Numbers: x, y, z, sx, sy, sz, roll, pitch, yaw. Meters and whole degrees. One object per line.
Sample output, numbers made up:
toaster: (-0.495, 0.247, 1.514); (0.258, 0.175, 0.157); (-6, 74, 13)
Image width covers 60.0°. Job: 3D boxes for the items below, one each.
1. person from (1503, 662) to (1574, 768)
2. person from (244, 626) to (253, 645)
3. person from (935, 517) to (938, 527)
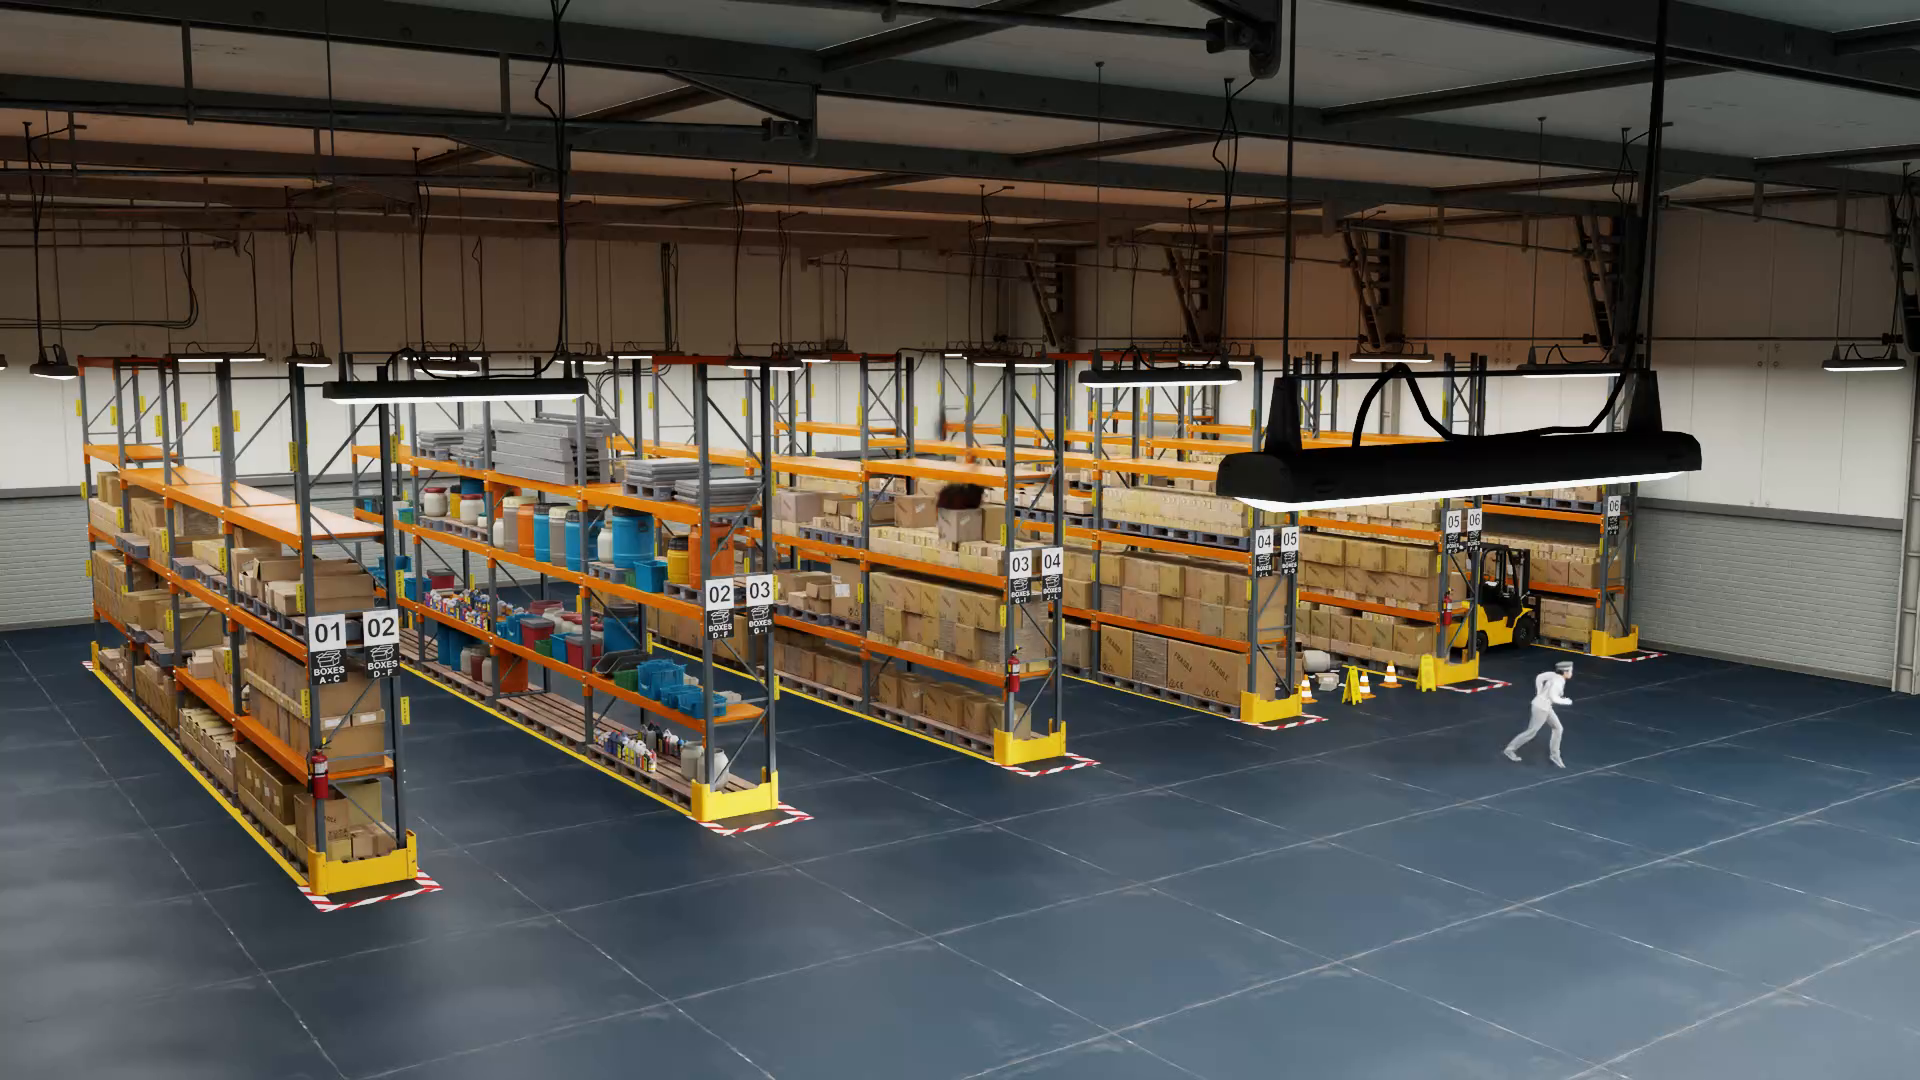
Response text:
person: (8.581, 2.587, 24.696); (0.955, 1.624, 0.656); (1, 7, 12)
person: (-13.842, 1.591, 32.118); (0.795, 1.768, 0.677); (6, 9, 41)
person: (-0.716, 0.113, 44.655); (0.767, 1.634, 0.515); (-5, 9, -37)
